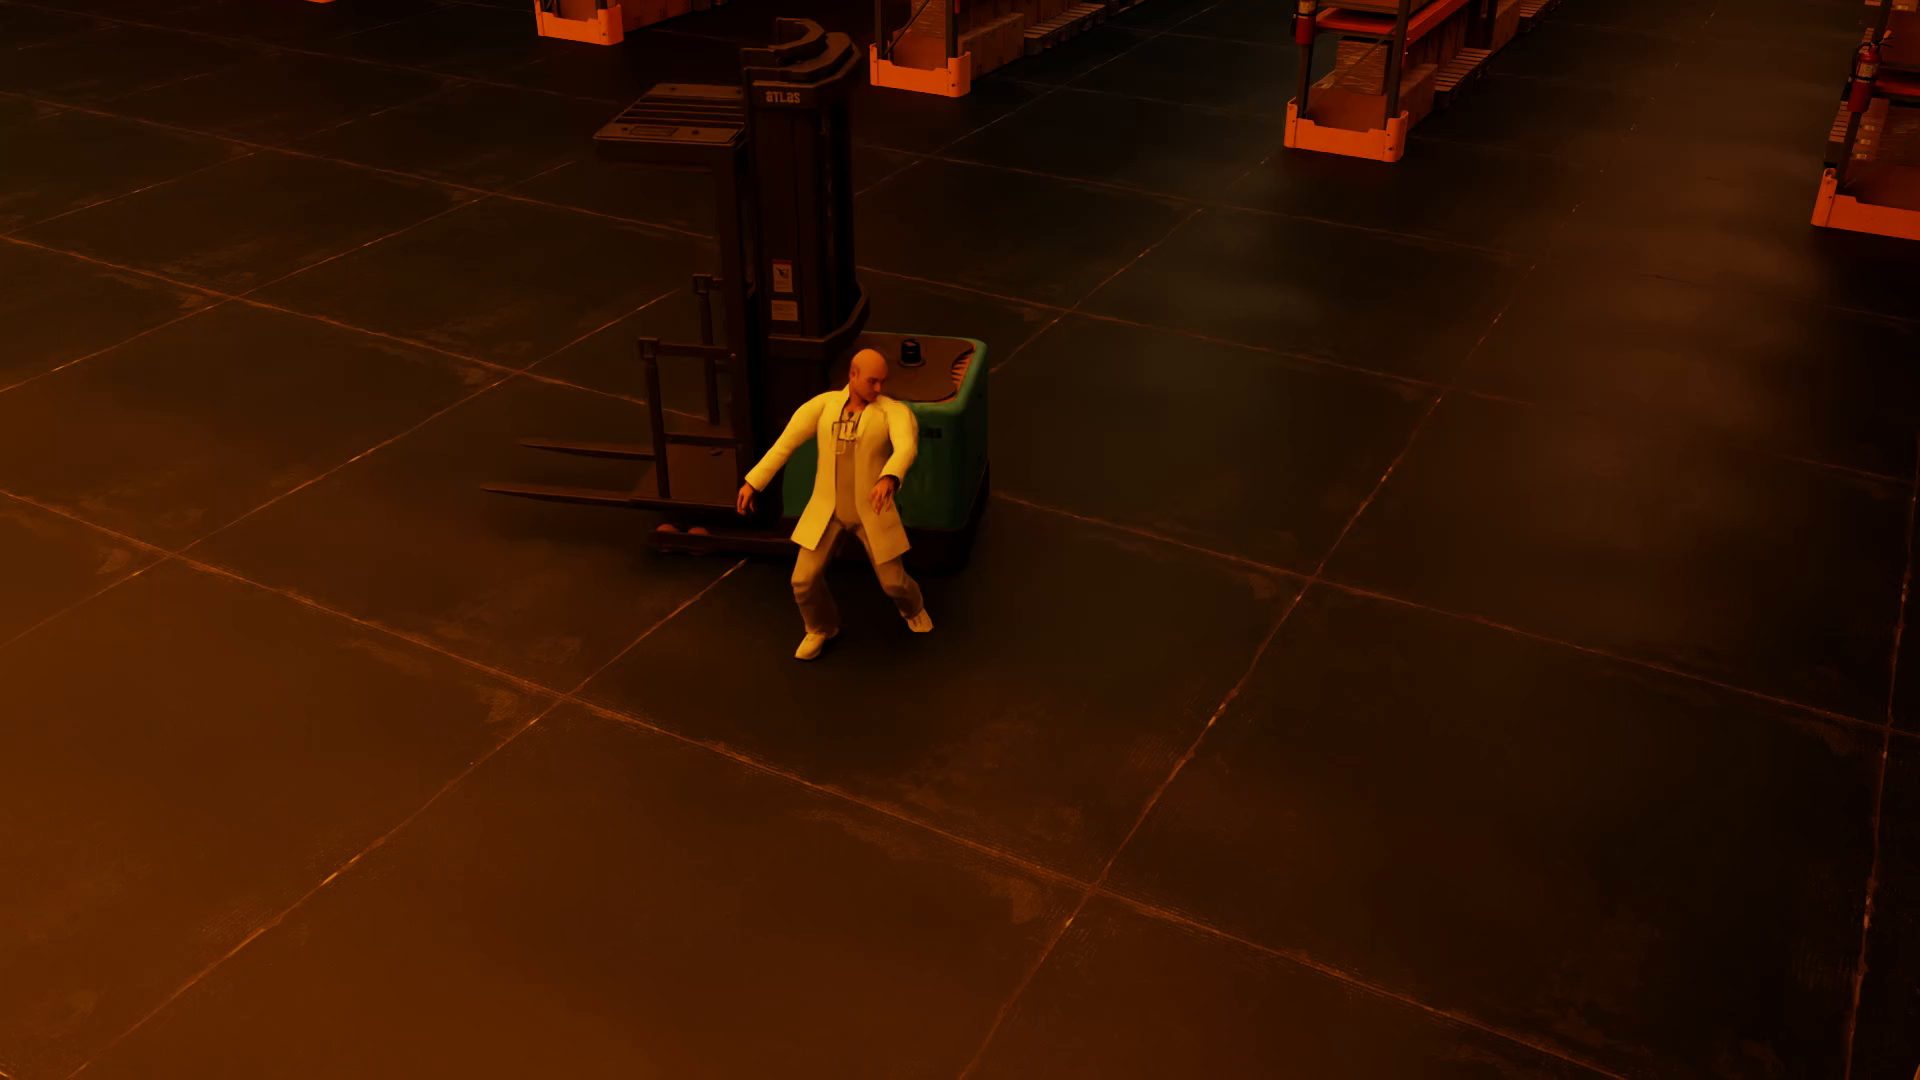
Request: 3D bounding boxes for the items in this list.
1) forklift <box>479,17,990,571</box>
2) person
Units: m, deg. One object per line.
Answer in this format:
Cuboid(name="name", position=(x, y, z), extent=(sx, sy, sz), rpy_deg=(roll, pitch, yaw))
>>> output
Cuboid(name="forklift", position=(-1.381, -1.431, 9.550), extent=(3.031, 2.935, 1.130), rpy_deg=(5, 30, 8))
Cuboid(name="person", position=(-0.658, -0.113, 8.646), extent=(0.938, 1.707, 0.916), rpy_deg=(7, 31, 12))
